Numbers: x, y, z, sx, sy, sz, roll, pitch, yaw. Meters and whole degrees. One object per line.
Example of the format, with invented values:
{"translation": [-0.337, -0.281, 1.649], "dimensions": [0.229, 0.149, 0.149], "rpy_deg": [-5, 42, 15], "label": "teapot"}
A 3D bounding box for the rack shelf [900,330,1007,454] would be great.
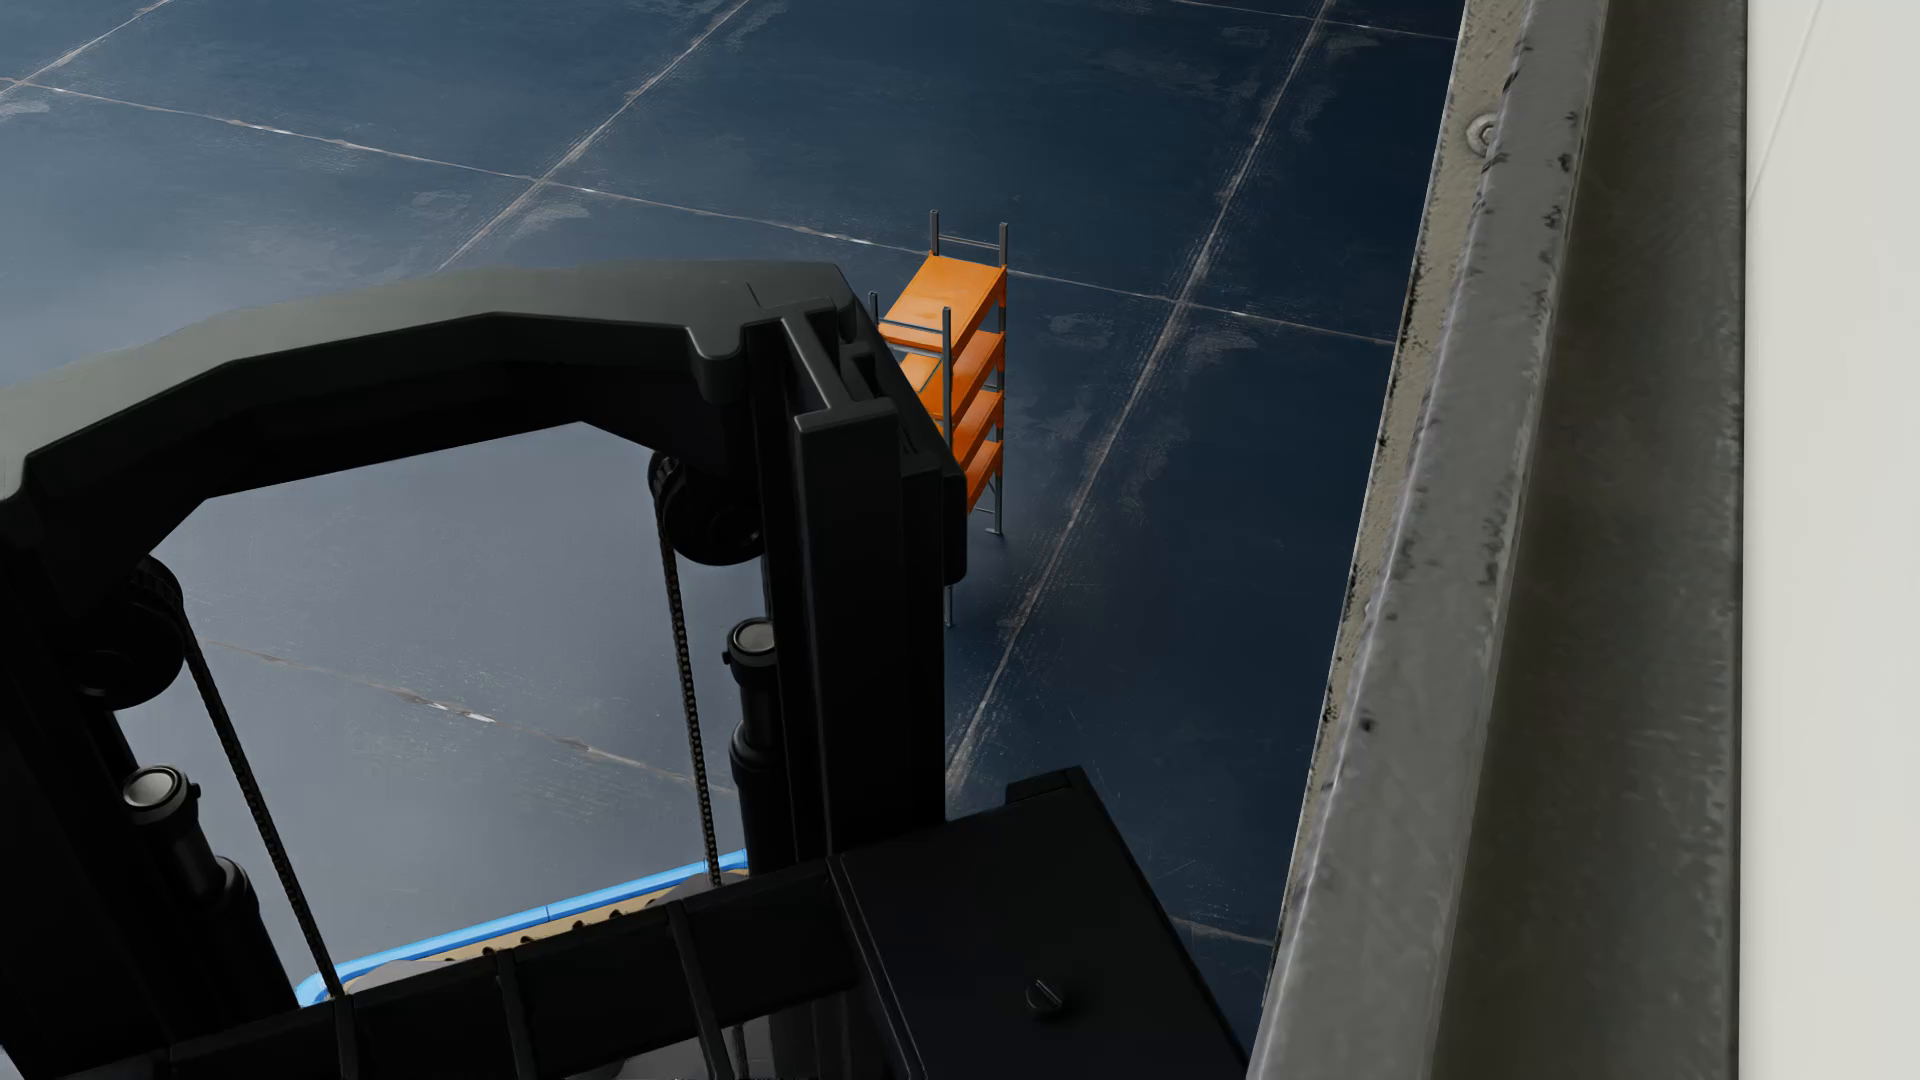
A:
{"translation": [-0.057, -0.474, 5.069], "dimensions": [0.258, 0.148, 0.480], "rpy_deg": [13, 42, 15], "label": "rack shelf"}

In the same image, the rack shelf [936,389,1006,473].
{"translation": [-0.057, -0.304, 5.214], "dimensions": [0.258, 0.148, 0.480], "rpy_deg": [13, 42, 15], "label": "rack shelf"}

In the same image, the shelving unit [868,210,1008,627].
{"translation": [-0.057, -0.355, 5.170], "dimensions": [0.258, 1.200, 0.503], "rpy_deg": [13, 42, 15], "label": "shelving unit"}

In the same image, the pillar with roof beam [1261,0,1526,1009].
{"translation": [-3.061, -3.262, 2.568], "dimensions": [9.100, 9.000, 0.400], "rpy_deg": [13, 42, 15], "label": "pillar with roof beam"}

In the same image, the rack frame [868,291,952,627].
{"translation": [-0.140, -0.207, 4.996], "dimensions": [0.240, 1.200, 0.015], "rpy_deg": [13, 42, 15], "label": "rack frame"}

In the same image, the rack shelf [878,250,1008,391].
{"translation": [-0.057, -0.654, 4.915], "dimensions": [0.258, 0.148, 0.480], "rpy_deg": [13, 42, 15], "label": "rack shelf"}

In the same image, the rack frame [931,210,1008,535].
{"translation": [0.027, -0.504, 5.345], "dimensions": [0.240, 1.200, 0.015], "rpy_deg": [13, 42, 15], "label": "rack frame"}

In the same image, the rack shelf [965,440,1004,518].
{"translation": [-0.057, -0.153, 5.343], "dimensions": [0.258, 0.148, 0.480], "rpy_deg": [13, 42, 15], "label": "rack shelf"}
